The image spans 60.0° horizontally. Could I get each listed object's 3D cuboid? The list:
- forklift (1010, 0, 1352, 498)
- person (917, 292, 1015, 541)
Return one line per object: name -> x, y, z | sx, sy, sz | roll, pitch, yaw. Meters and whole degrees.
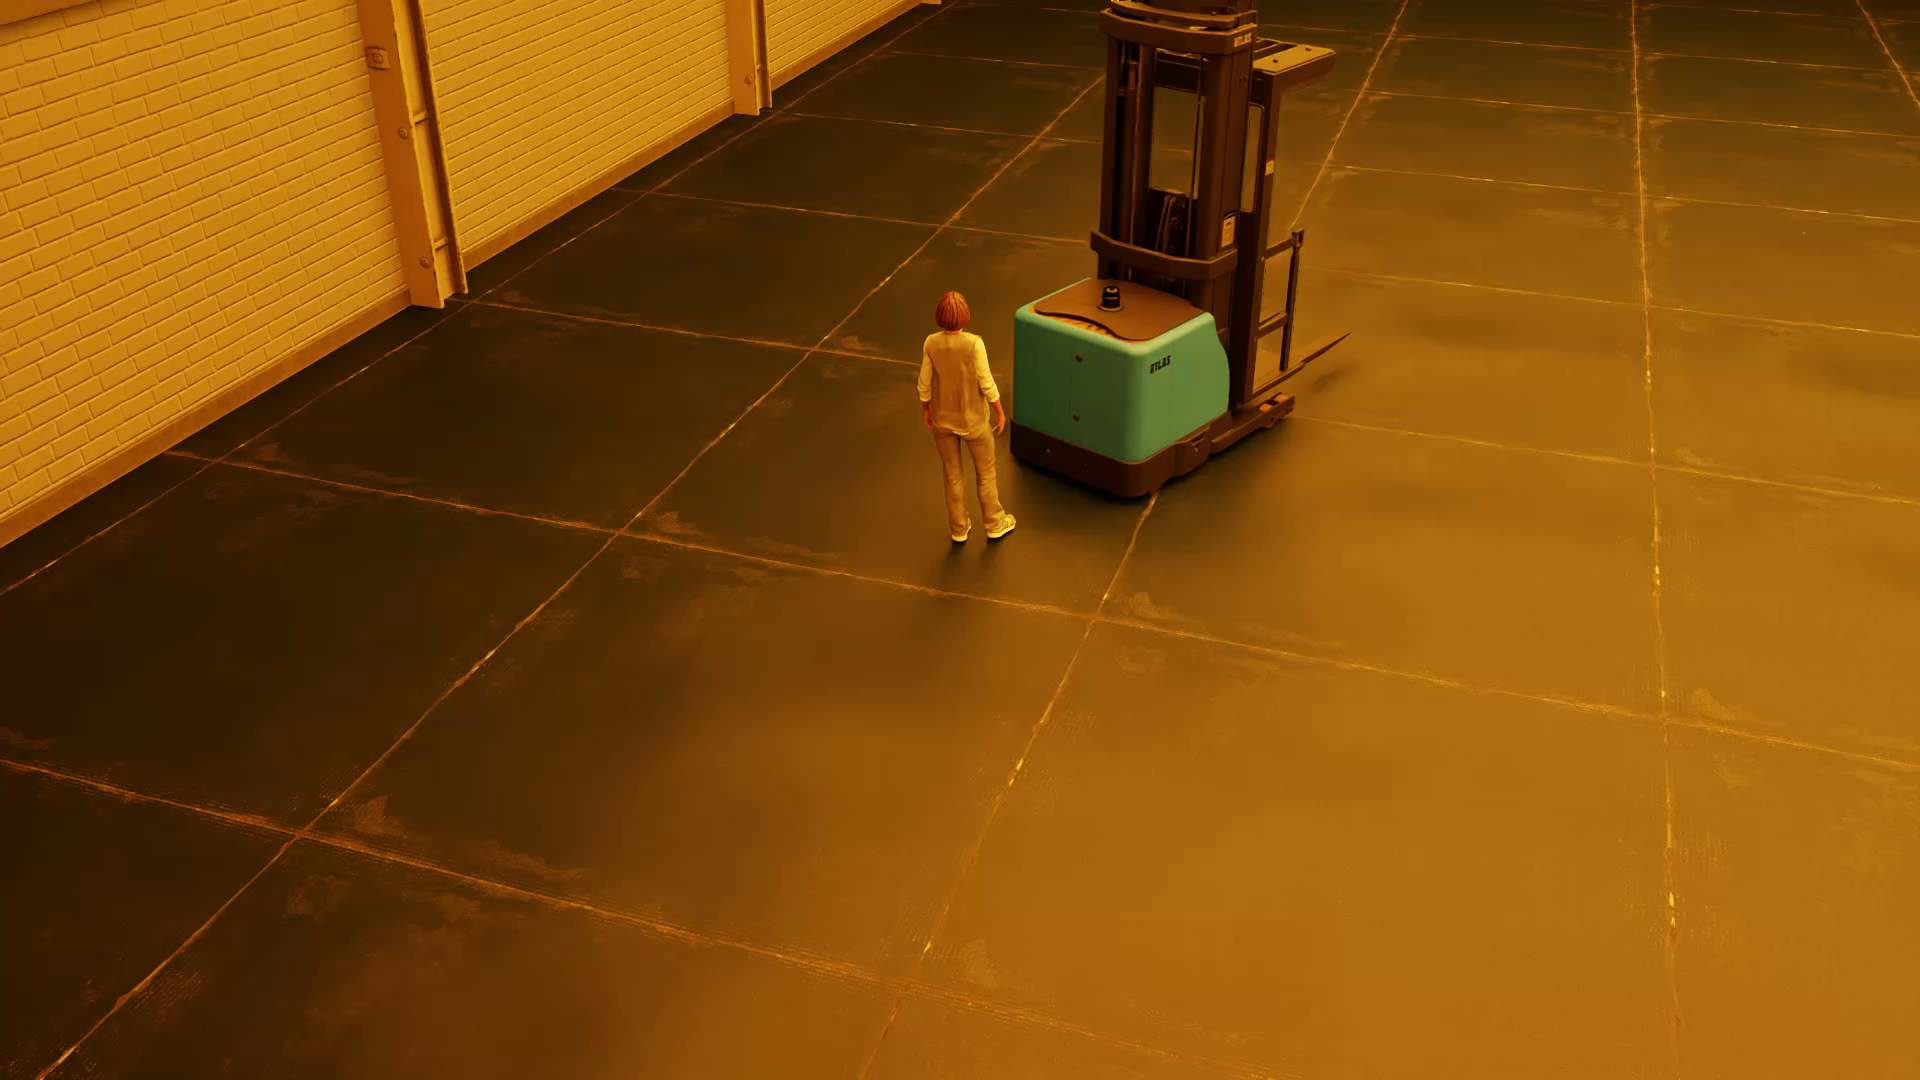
forklift -> 1.675, -2.189, 10.976 | 1.130, 2.935, 3.031 | 23, 37, 35
person -> 0.037, -0.732, 9.753 | 0.521, 1.596, 0.475 | 10, 31, 16
